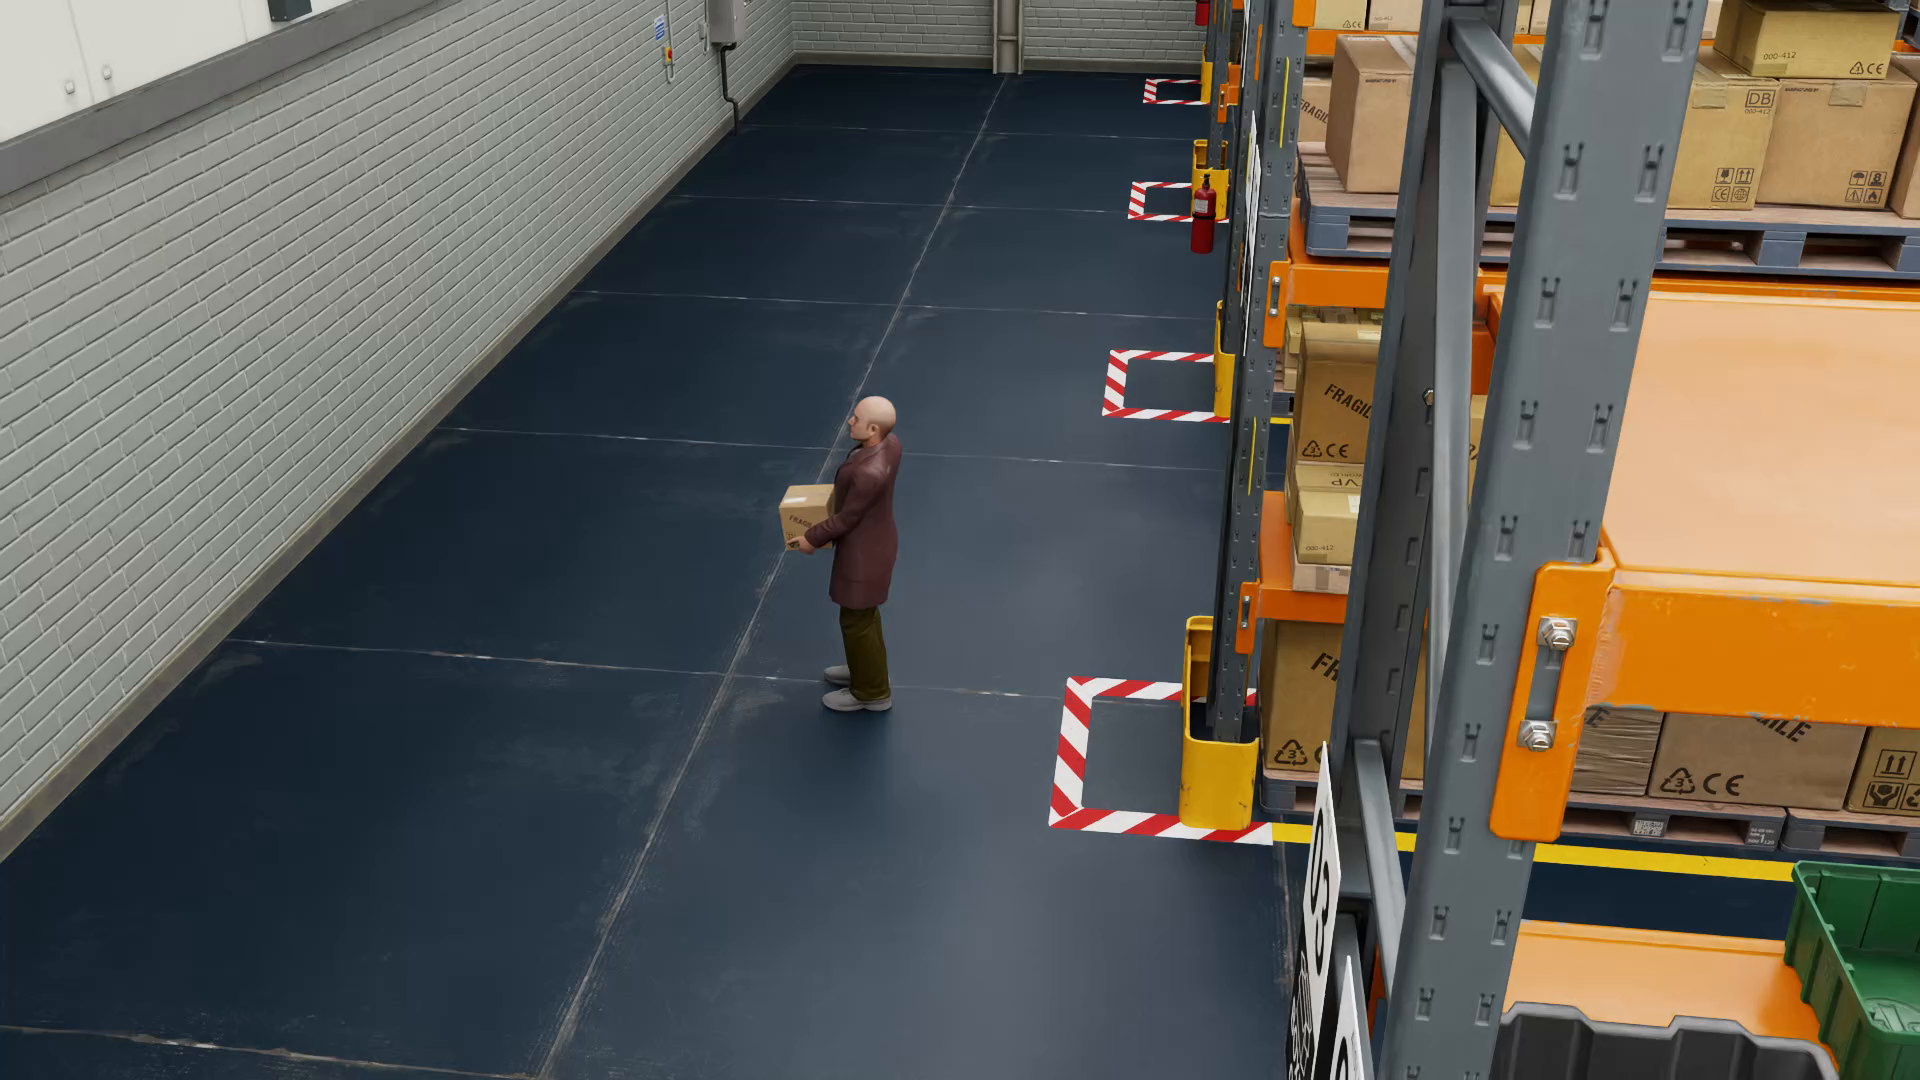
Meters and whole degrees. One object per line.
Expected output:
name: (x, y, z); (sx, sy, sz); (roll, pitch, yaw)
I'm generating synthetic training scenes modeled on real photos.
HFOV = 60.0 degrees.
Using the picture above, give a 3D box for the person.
person: (-0.593, 0.059, 8.653); (0.563, 1.769, 0.527); (4, 28, 7)
